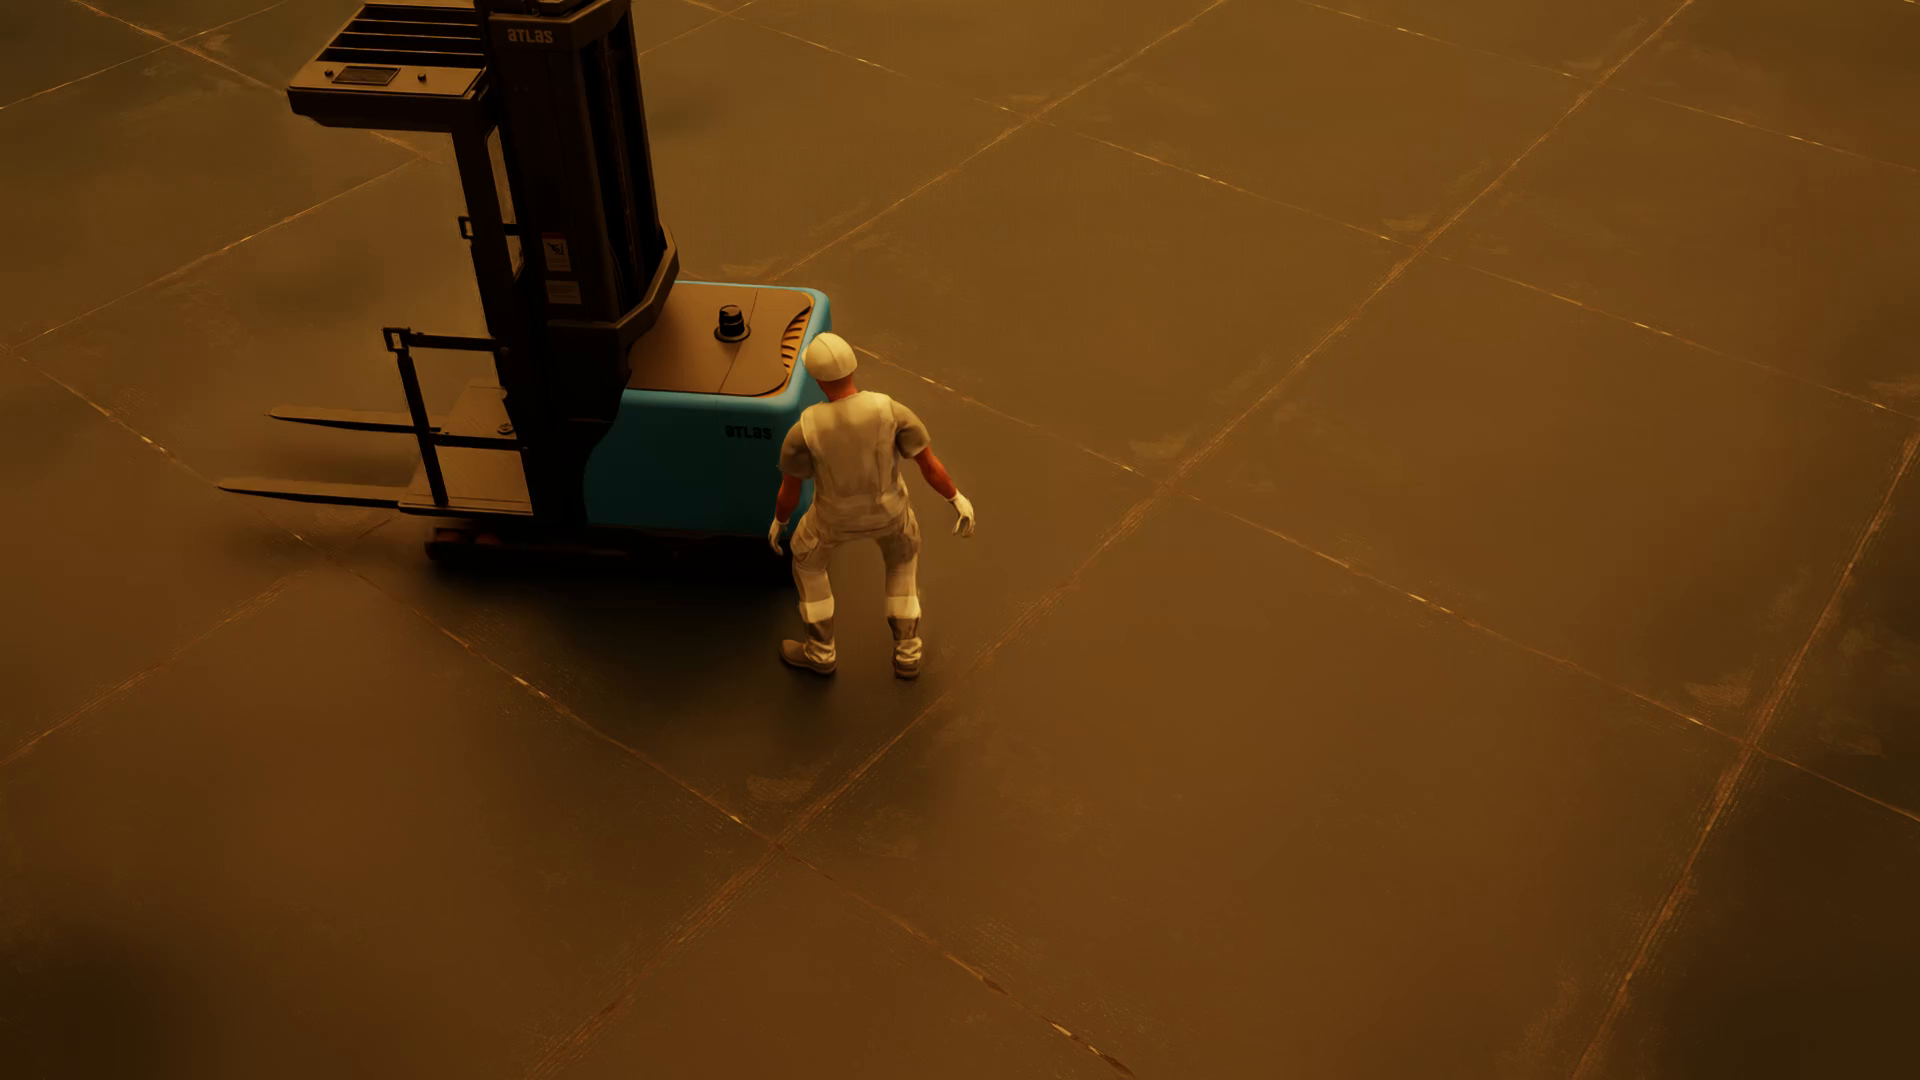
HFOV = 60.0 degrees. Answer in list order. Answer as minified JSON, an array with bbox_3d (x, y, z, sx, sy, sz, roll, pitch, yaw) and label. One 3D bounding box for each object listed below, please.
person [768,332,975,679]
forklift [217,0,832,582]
[{"bbox_3d":[-0.386,-0.116,7.159,0.895,1.703,0.496,-3,41,-4],"label":"person"},{"bbox_3d":[-2.172,-1.321,7.623,3.031,2.935,1.130,4,41,5],"label":"forklift"}]
